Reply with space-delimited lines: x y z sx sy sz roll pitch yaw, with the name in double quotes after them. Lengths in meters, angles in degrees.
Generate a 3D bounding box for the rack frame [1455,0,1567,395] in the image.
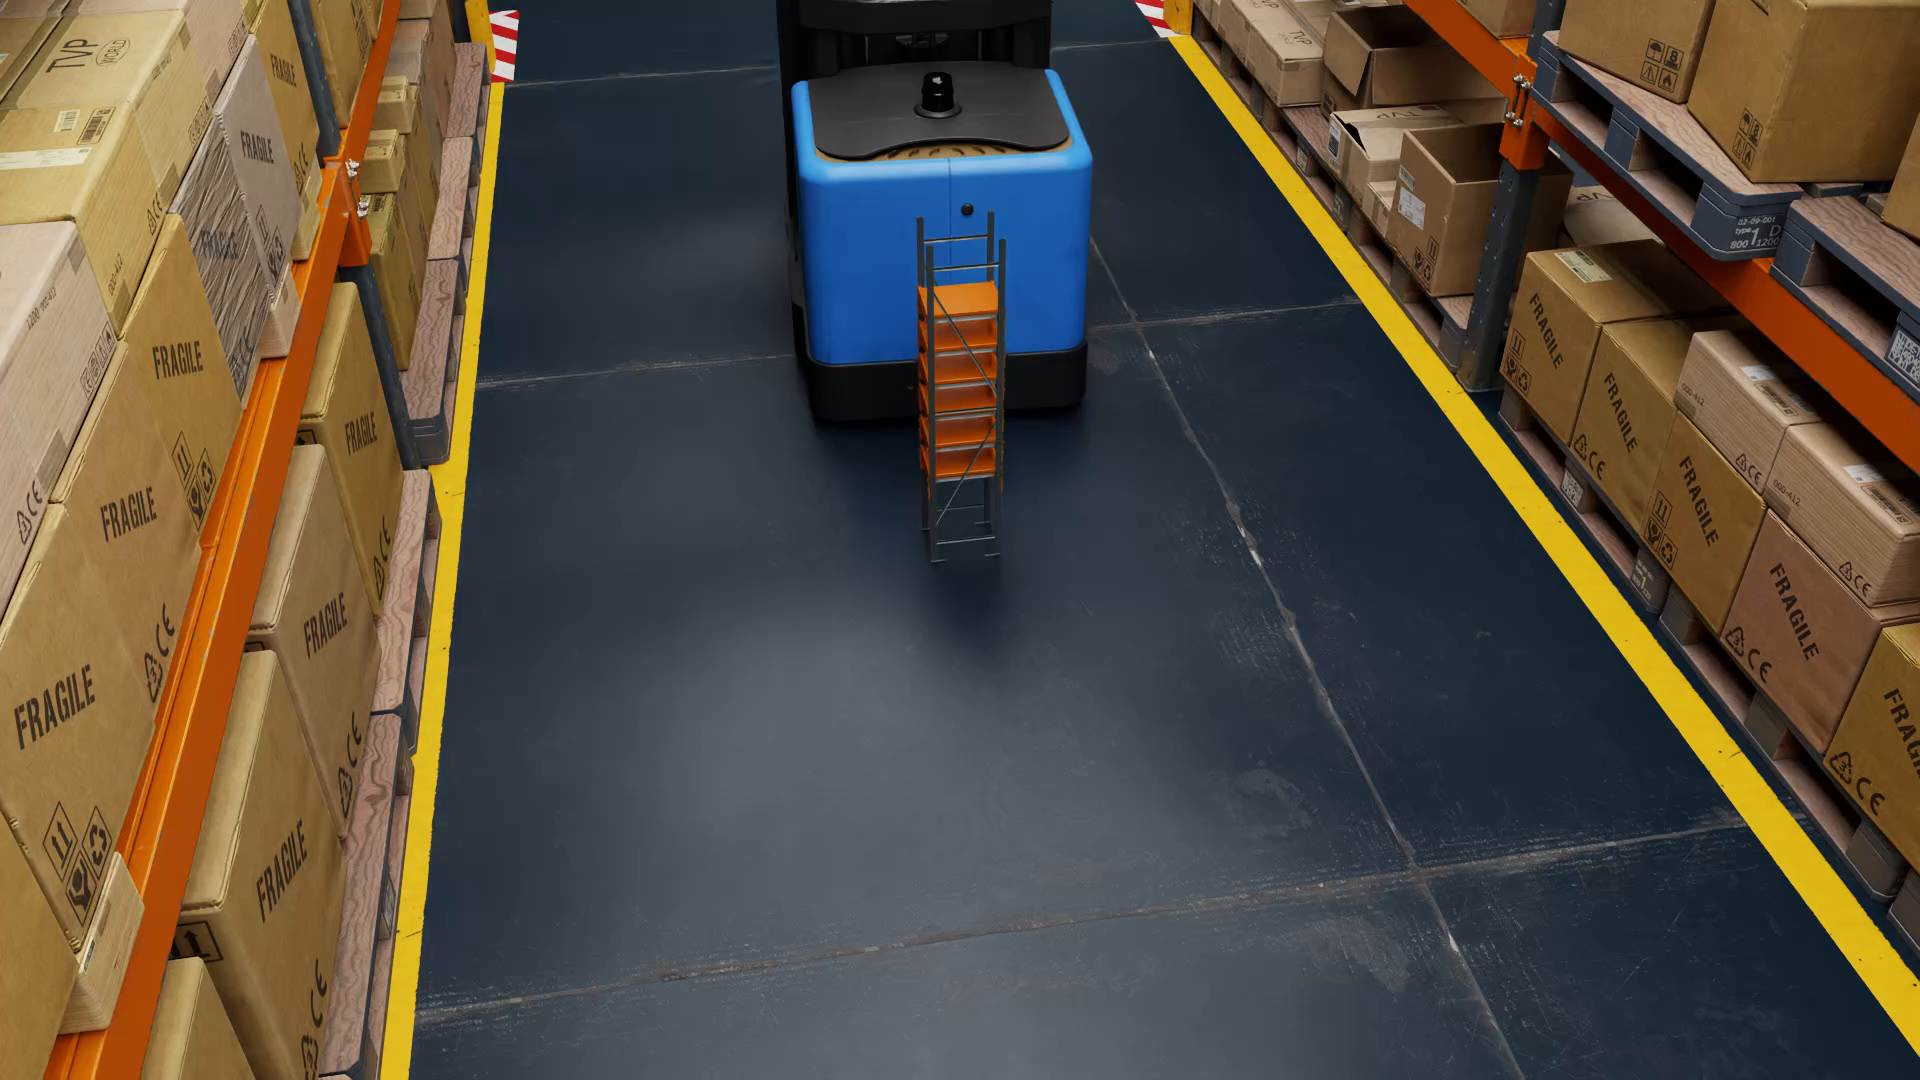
2.459 -1.840 5.673 1.000 3.000 0.127 -6 38 -8 "rack frame"

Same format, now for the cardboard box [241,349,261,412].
-1.929 -0.420 4.035 0.380 0.149 0.250 -6 38 -8 "cardboard box"

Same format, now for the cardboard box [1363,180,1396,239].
1.955 -1.421 7.100 0.380 0.149 0.250 -6 38 -8 "cardboard box"

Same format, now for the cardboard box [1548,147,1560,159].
2.437 -1.693 7.435 0.380 0.166 0.250 -6 38 -8 "cardboard box"

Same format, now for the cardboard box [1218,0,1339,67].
1.662 -2.683 8.641 0.500 0.250 0.500 -6 38 -8 "cardboard box"

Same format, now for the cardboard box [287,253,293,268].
-2.011 -0.728 4.431 0.380 0.149 0.250 -5 38 -7 "cardboard box"

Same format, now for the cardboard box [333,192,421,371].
-2.447 -0.946 6.218 0.700 0.500 0.500 -6 38 -7 "cardboard box"

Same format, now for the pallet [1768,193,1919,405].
2.815 -0.522 4.133 1.003 0.211 1.213 -6 38 -8 "pallet"

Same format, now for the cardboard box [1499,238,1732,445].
2.304 -0.708 5.895 0.500 0.500 0.500 -8 39 -10 "cardboard box"

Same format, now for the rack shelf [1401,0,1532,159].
2.109 -2.764 7.449 1.077 0.370 4.000 -6 38 -8 "rack shelf"

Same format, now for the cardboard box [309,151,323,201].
-2.079 -1.040 4.832 0.380 0.149 0.250 -6 38 -8 "cardboard box"

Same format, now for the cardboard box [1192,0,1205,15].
1.493 -3.014 9.149 0.380 0.149 0.250 -6 38 -8 "cardboard box"

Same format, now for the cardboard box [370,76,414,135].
-2.419 -1.744 6.716 0.380 0.149 0.250 -7 38 -9 "cardboard box"

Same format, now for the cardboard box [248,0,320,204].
-2.088 -1.218 4.532 0.500 0.500 0.500 -7 38 -9 "cardboard box"

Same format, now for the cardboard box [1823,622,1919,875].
2.675 0.537 4.292 0.500 0.500 0.500 -8 38 -10 "cardboard box"

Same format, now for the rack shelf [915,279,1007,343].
0.003 -0.714 5.177 0.258 0.103 0.180 -6 38 -8 "rack shelf"

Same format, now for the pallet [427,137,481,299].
-2.691 -1.410 7.392 1.003 0.211 1.213 -6 38 -8 "pallet"

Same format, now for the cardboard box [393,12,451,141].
-2.809 -2.185 7.813 0.700 0.500 0.500 -6 38 -8 "cardboard box"

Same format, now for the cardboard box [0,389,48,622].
-1.637 0.024 2.323 0.500 0.250 0.500 -7 38 -9 "cardboard box"

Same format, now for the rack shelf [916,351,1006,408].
0.003 -0.525 5.324 0.258 0.103 0.180 -6 38 -8 "rack shelf"

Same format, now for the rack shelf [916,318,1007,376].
0.003 -0.620 5.251 0.258 0.103 0.180 -6 38 -8 "rack shelf"

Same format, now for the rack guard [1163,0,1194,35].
1.771 -3.223 9.491 1.175 0.500 0.348 -6 38 -8 "rack guard"

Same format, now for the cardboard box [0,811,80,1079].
-1.549 0.626 2.159 0.500 0.500 0.500 -5 38 -7 "cardboard box"

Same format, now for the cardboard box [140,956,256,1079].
-1.716 1.336 2.995 0.750 0.750 0.750 -7 38 -9 "cardboard box"

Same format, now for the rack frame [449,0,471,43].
-3.118 -3.721 8.094 1.000 3.000 0.127 -6 38 -8 "rack frame"

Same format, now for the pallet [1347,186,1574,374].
2.340 -1.153 7.063 1.003 0.211 1.213 -6 38 -8 "pallet"

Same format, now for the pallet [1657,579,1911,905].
2.856 0.487 4.951 1.003 0.211 1.213 -6 38 -8 "pallet"

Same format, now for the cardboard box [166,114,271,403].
-1.909 -0.606 3.745 0.500 0.500 0.500 -6 38 -8 "cardboard box"

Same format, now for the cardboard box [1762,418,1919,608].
2.568 -0.097 4.498 0.500 0.250 0.500 -7 38 -9 "cardboard box"

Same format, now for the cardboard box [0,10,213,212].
-1.914 -0.893 3.503 0.500 0.250 0.500 -6 38 -7 "cardboard box"

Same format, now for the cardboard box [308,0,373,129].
-2.496 -1.752 5.316 0.980 0.700 0.700 -6 38 -7 "cardboard box"

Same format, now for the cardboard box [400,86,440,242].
-2.620 -1.560 7.008 0.700 0.500 0.500 -5 38 -7 "cardboard box"

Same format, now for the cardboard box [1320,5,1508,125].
2.125 -2.162 7.764 0.797 0.503 0.637 -6 38 -8 "cardboard box"

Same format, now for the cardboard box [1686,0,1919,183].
2.505 -1.326 4.588 0.700 0.500 0.500 -1 38 -1 "cardboard box"

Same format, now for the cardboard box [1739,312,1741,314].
2.906 -0.460 5.575 0.500 0.500 0.500 -6 38 -8 "cardboard box"

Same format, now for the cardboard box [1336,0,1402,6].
2.096 -3.140 9.026 0.500 0.500 0.500 -6 38 -8 "cardboard box"

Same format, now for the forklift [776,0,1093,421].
-0.212 -2.497 6.574 1.130 2.935 3.031 -4 38 -5 "forklift"

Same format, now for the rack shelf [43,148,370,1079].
-2.066 0.188 3.650 1.077 0.370 4.000 -6 38 -8 "rack shelf"

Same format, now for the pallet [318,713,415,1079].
-1.990 0.993 4.300 1.003 0.211 1.213 -6 38 -8 "pallet"

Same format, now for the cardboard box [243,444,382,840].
-2.016 0.294 4.337 0.750 0.750 0.750 -5 38 -7 "cardboard box"

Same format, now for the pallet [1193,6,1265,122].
1.912 -2.627 8.960 1.003 0.211 1.213 -6 38 -8 "pallet"

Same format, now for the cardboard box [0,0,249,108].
-2.003 -1.201 3.900 0.500 0.250 0.500 -5 38 -7 "cardboard box"

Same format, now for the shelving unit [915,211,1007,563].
0.003 -0.465 5.371 0.258 1.200 0.189 -6 38 -8 "shelving unit"

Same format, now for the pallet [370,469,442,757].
-2.208 0.255 5.250 1.003 0.211 1.213 -6 38 -8 "pallet"

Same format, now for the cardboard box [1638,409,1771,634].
2.489 -0.084 5.092 0.500 0.500 0.500 -6 38 -7 "cardboard box"

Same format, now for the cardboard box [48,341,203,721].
-1.718 0.008 2.954 0.500 0.500 0.500 -6 38 -8 "cardboard box"

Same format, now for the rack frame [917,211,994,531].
-0.013 -0.520 5.442 0.240 1.200 0.006 -6 38 -8 "rack frame"
